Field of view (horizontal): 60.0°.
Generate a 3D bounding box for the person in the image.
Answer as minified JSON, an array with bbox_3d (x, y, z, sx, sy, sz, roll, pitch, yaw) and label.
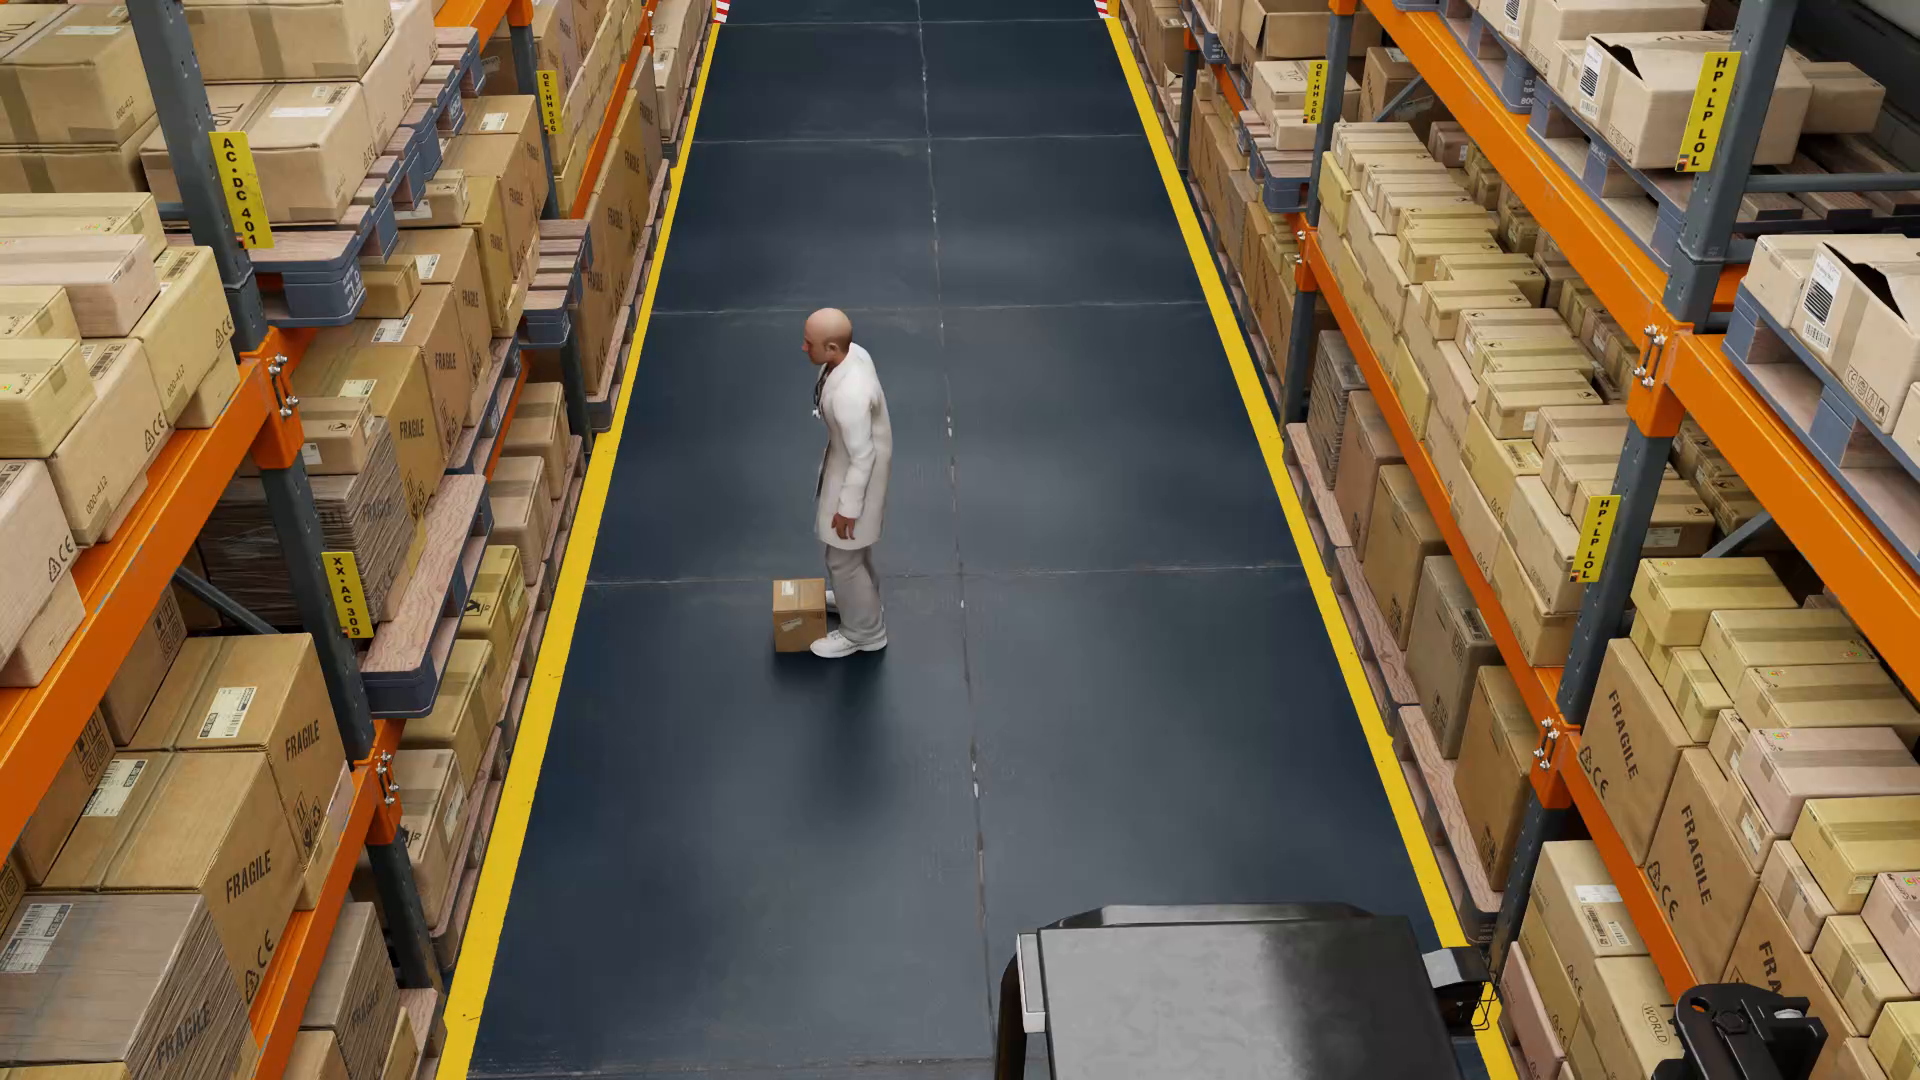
[{"bbox_3d":[-0.518,-0.264,7.591,0.426,1.773,0.652,-3,35,-5],"label":"person"}]
